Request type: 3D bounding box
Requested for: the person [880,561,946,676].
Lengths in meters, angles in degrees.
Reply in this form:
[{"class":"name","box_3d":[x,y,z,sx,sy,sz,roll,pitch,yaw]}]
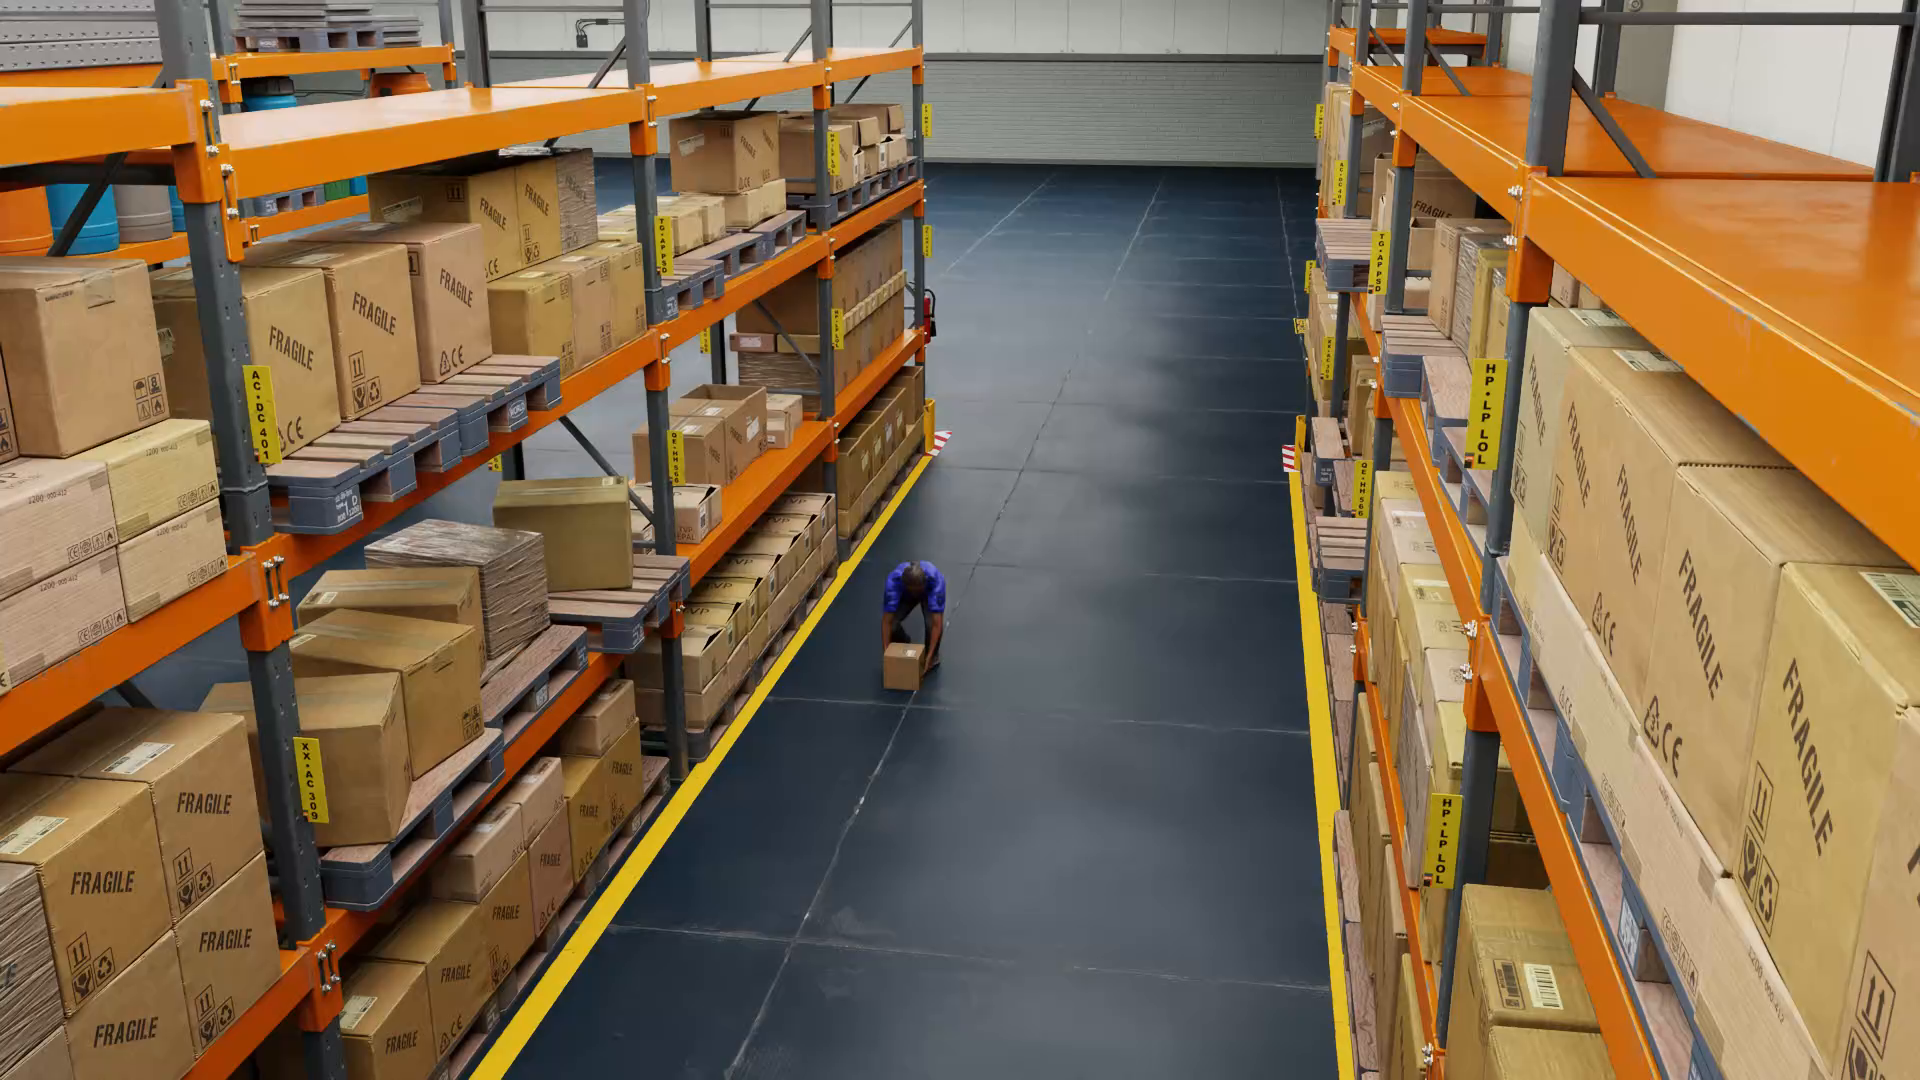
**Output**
[{"class":"person","box_3d":[-0.319,0.493,11.850,0.482,0.861,0.816,3,18,9]}]
